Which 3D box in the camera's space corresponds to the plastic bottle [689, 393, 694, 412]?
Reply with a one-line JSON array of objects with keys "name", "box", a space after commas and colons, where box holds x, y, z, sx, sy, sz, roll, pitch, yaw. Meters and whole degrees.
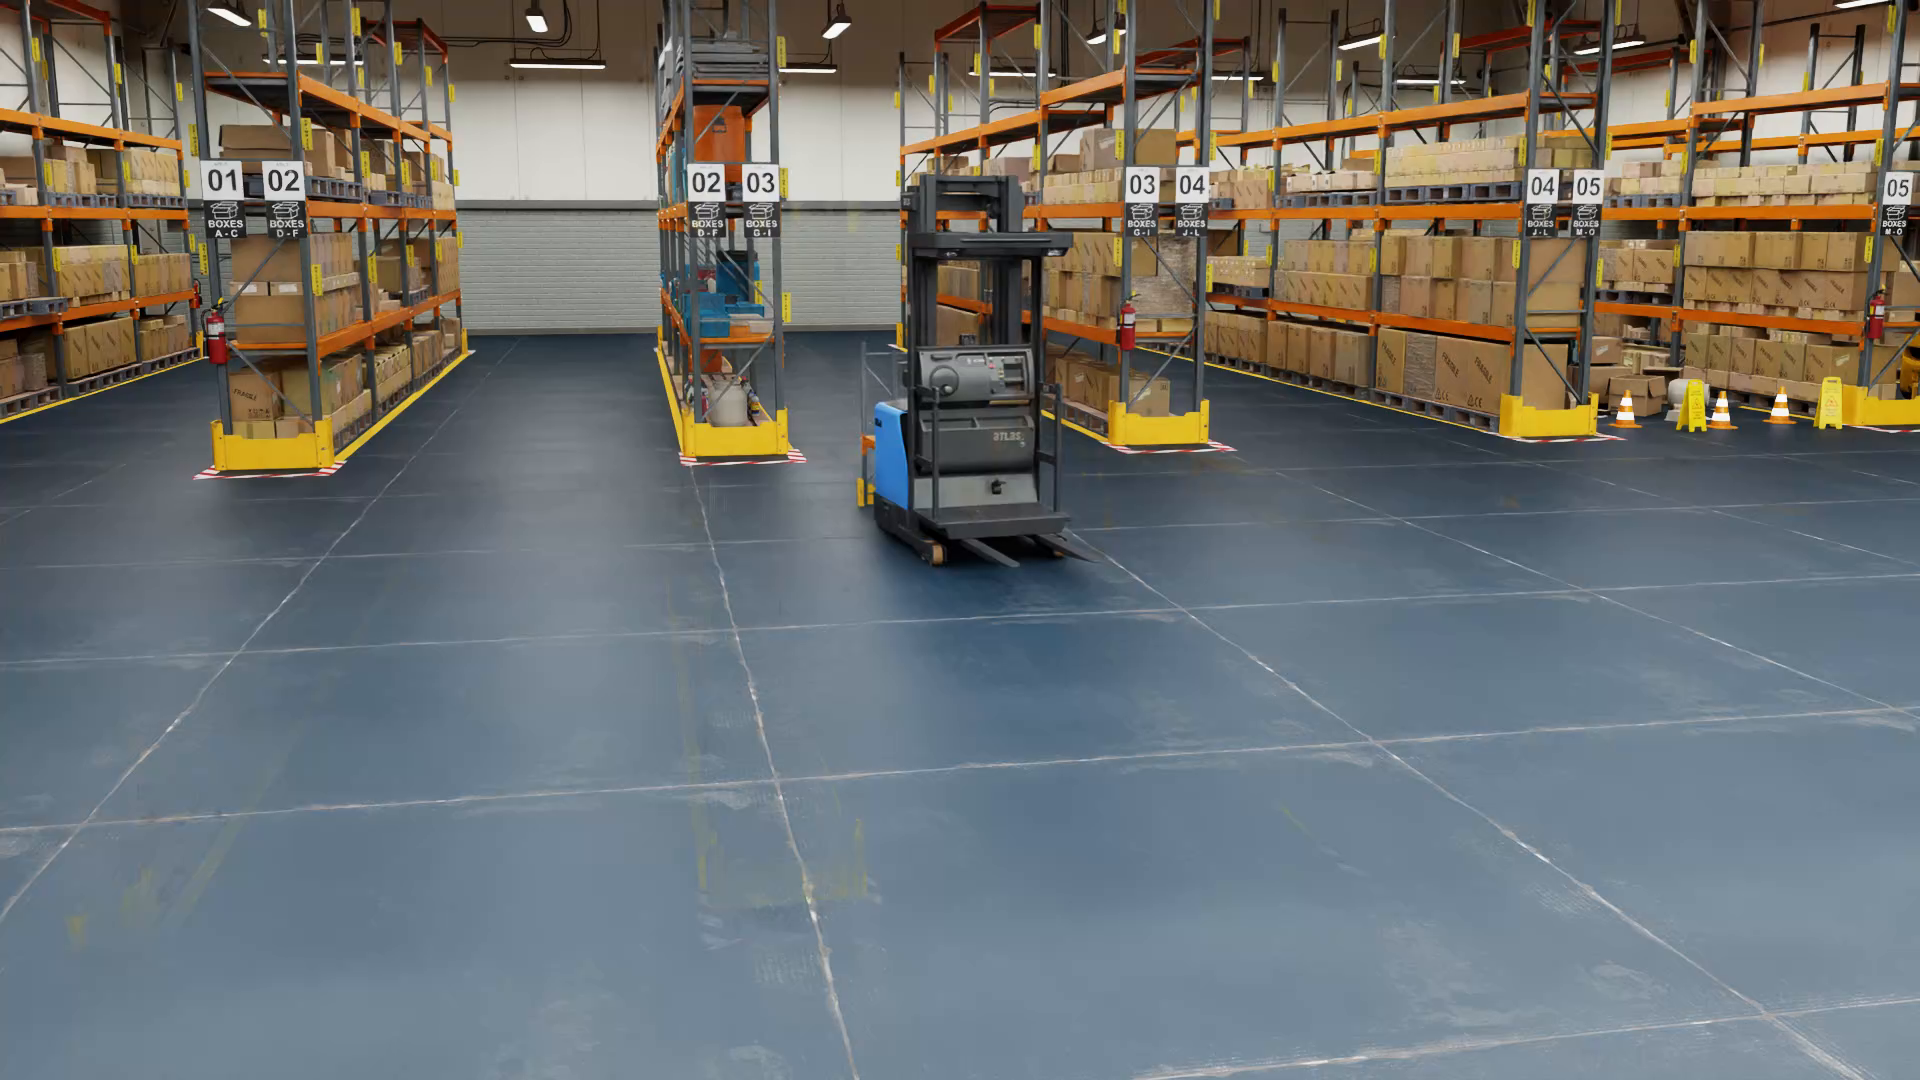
[{"name": "plastic bottle", "box": [-3.312, -1.667, 20.520, 0.061, 0.283, 0.133, -2, 11, -10]}]

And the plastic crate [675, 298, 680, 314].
[{"name": "plastic crate", "box": [-3.877, -3.382, 24.011, 0.450, 0.188, 0.662, -2, 11, -11]}]

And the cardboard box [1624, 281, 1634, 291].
[{"name": "cardboard box", "box": [10.774, -4.026, 26.378, 0.380, 0.149, 0.250, -2, 11, -11]}]

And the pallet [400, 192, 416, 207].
[{"name": "pallet", "box": [-8.680, -4.991, 24.379, 1.213, 0.211, 1.003, -2, 11, -8]}]

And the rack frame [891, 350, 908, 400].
[{"name": "rack frame", "box": [-0.348, -0.892, 14.373, 0.500, 1.500, 0.032, -3, 11, -18]}]

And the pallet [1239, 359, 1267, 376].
[{"name": "pallet", "box": [5.553, -3.026, 29.032, 1.003, 0.211, 1.213, -2, 11, -11]}]

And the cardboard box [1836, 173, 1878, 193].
[{"name": "cardboard box", "box": [11.731, -4.614, 21.500, 0.500, 0.250, 0.500, -2, 11, -12]}]

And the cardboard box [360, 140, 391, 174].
[{"name": "cardboard box", "box": [-8.978, -5.825, 25.317, 0.500, 0.500, 0.500, -2, 11, -11]}]

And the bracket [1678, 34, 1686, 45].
[{"name": "bracket", "box": [14.949, -10.305, 34.145, 0.235, 0.232, 0.430, -2, 11, -11]}]

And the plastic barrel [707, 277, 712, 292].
[{"name": "plastic barrel", "box": [-3.630, -3.785, 25.260, 0.421, 0.512, 0.421, 0, 11, 0]}]

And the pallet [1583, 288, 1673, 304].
[{"name": "pallet", "box": [10.964, -3.996, 27.179, 1.003, 0.211, 1.213, -2, 11, -11]}]

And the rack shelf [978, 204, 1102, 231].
[{"name": "rack shelf", "box": [1.208, -4.844, 25.027, 1.077, 0.370, 4.000, -2, 11, -11]}]

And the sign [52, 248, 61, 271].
[{"name": "sign", "box": [-13.227, -4.102, 24.340, 0.100, 0.325, 0.005, -2, 11, -11]}]

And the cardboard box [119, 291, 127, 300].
[{"name": "cardboard box", "box": [-14.120, -4.073, 27.694, 0.380, 0.149, 0.250, -2, 11, -10]}]

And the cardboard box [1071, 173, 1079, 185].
[{"name": "cardboard box", "box": [1.648, -4.644, 21.388, 0.380, 0.149, 0.250, -2, 11, -12]}]

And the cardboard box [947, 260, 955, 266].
[{"name": "cardboard box", "box": [0.173, -5.250, 30.305, 0.797, 0.503, 0.637, -2, 11, -12]}]

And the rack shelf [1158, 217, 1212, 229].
[{"name": "rack shelf", "box": [4.536, -6.473, 33.586, 1.077, 0.370, 4.000, -2, 11, -11]}]

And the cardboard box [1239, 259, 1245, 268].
[{"name": "cardboard box", "box": [5.061, -4.795, 28.826, 0.380, 0.149, 0.250, -2, 11, -9]}]

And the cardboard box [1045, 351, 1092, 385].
[{"name": "cardboard box", "box": [1.498, -2.459, 24.102, 0.700, 0.500, 0.500, -3, 11, -15]}]

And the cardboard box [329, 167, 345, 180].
[{"name": "cardboard box", "box": [-7.619, -4.412, 20.005, 0.380, 0.149, 0.250, -2, 11, -11]}]

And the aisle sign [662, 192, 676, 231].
[{"name": "aisle sign", "box": [-5.901, -6.658, 33.700, 0.394, 0.787, 0.004, -2, 11, -11]}]

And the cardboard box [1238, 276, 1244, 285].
[{"name": "cardboard box", "box": [5.060, -4.502, 28.877, 0.380, 0.149, 0.250, -2, 11, -10]}]

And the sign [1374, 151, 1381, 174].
[{"name": "sign", "box": [5.951, -5.380, 23.692, 0.100, 0.325, 0.005, -2, 11, -11]}]

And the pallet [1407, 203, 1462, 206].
[{"name": "pallet", "box": [9.612, -6.765, 33.434, 1.003, 0.211, 1.213, -2, 11, -11]}]

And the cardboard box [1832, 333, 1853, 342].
[{"name": "cardboard box", "box": [15.650, -3.438, 28.964, 0.875, 0.625, 0.625, -2, 11, -9]}]

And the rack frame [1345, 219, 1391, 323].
[{"name": "rack frame", "box": [8.983, -5.919, 36.770, 1.000, 3.000, 0.127, -2, 11, -11]}]

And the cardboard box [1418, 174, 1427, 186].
[{"name": "cardboard box", "box": [6.419, -4.859, 22.462, 0.380, 0.149, 0.250, -2, 11, -12]}]

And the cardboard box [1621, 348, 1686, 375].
[{"name": "cardboard box", "box": [11.070, -2.861, 26.610, 0.950, 0.372, 0.625, -1, 11, -7]}]

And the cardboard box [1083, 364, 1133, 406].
[{"name": "cardboard box", "box": [1.952, -2.045, 21.981, 0.500, 0.500, 0.500, -3, 11, -16]}]

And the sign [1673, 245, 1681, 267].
[{"name": "sign", "box": [10.774, -4.266, 24.989, 0.100, 0.325, 0.005, -2, 11, -11]}]

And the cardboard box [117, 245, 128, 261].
[{"name": "cardboard box", "box": [-14.194, -4.781, 27.673, 0.500, 0.250, 0.500, -2, 11, -10]}]

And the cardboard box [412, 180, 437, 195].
[{"name": "cardboard box", "box": [-9.528, -6.209, 29.336, 0.500, 0.250, 0.500, -2, 11, -11]}]

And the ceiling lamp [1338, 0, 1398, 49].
[{"name": "ceiling lamp", "box": [7.781, -10.767, 30.587, 0.800, 3.185, 2.000, -2, 11, -11]}]

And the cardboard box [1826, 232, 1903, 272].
[{"name": "cardboard box", "box": [11.782, -3.756, 21.672, 0.700, 0.500, 0.500, -2, 11, -12]}]

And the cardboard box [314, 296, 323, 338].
[{"name": "cardboard box", "box": [-7.528, -2.495, 18.518, 0.700, 0.500, 0.500, -2, 11, -10]}]

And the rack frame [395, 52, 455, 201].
[{"name": "rack frame", "box": [-10.455, -8.146, 32.426, 1.000, 3.000, 0.127, -2, 11, -11]}]

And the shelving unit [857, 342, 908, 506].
[{"name": "shelving unit", "box": [-0.509, -0.984, 14.856, 0.587, 1.500, 1.083, -3, 11, -18]}]

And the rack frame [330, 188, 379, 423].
[{"name": "rack frame", "box": [-8.121, -2.998, 21.424, 1.000, 3.000, 0.127, -2, 11, -11]}]

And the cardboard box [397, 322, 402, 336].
[{"name": "cardboard box", "box": [-9.628, -3.541, 27.779, 0.500, 0.250, 0.500, -2, 11, -11]}]

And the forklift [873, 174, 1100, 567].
[{"name": "forklift", "box": [0.201, -1.325, 12.818, 1.130, 2.935, 3.031, -3, 11, -18]}]

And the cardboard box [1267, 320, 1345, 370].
[{"name": "cardboard box", "box": [5.734, -3.239, 27.585, 1.050, 0.750, 0.750, -2, 11, -12]}]

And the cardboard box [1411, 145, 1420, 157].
[{"name": "cardboard box", "box": [6.368, -5.298, 22.633, 0.380, 0.149, 0.250, -2, 11, -12]}]

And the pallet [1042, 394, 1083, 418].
[{"name": "pallet", "box": [1.762, -1.866, 22.934, 1.003, 0.211, 1.213, -2, 11, -11]}]

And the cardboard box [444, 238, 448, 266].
[{"name": "cardboard box", "box": [-9.693, -5.291, 30.530, 0.500, 0.500, 0.500, -2, 11, -13]}]

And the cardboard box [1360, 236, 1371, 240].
[{"name": "cardboard box", "box": [8.905, -6.266, 35.654, 0.500, 0.500, 0.500, -2, 11, -13]}]

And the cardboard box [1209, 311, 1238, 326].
[{"name": "cardboard box", "box": [4.916, -4.090, 30.721, 0.500, 0.250, 0.500, -2, 11, -9]}]

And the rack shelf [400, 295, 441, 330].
[{"name": "rack shelf", "box": [-9.288, -3.745, 27.273, 1.077, 0.370, 4.000, -2, 11, -11]}]

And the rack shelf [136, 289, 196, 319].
[{"name": "rack shelf", "box": [-14.925, -4.298, 30.177, 1.077, 0.370, 4.000, -2, 11, -11]}]

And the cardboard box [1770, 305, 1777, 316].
[{"name": "cardboard box", "box": [11.534, -3.203, 23.172, 0.380, 0.149, 0.250, -2, 11, -11]}]

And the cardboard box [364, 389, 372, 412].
[{"name": "cardboard box", "box": [-7.817, -1.776, 21.237, 0.500, 0.250, 0.500, -2, 11, -11]}]

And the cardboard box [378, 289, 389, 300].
[{"name": "cardboard box", "box": [-8.871, -3.619, 24.928, 0.500, 0.311, 0.500, -1, 11, -7]}]

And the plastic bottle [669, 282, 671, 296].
[{"name": "plastic bottle", "box": [-5.030, -4.418, 29.216, 0.152, 0.276, 0.135, -2, 11, -11]}]

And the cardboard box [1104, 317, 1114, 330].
[{"name": "cardboard box", "box": [1.969, -2.635, 20.190, 0.380, 0.149, 0.250, -2, 11, -11]}]

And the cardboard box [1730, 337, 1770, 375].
[{"name": "cardboard box", "box": [11.382, -2.631, 23.721, 0.500, 0.500, 0.500, -2, 11, -8]}]

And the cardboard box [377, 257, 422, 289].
[{"name": "cardboard box", "box": [-9.273, -4.399, 27.394, 0.700, 0.500, 0.500, -5, 12, -25]}]
